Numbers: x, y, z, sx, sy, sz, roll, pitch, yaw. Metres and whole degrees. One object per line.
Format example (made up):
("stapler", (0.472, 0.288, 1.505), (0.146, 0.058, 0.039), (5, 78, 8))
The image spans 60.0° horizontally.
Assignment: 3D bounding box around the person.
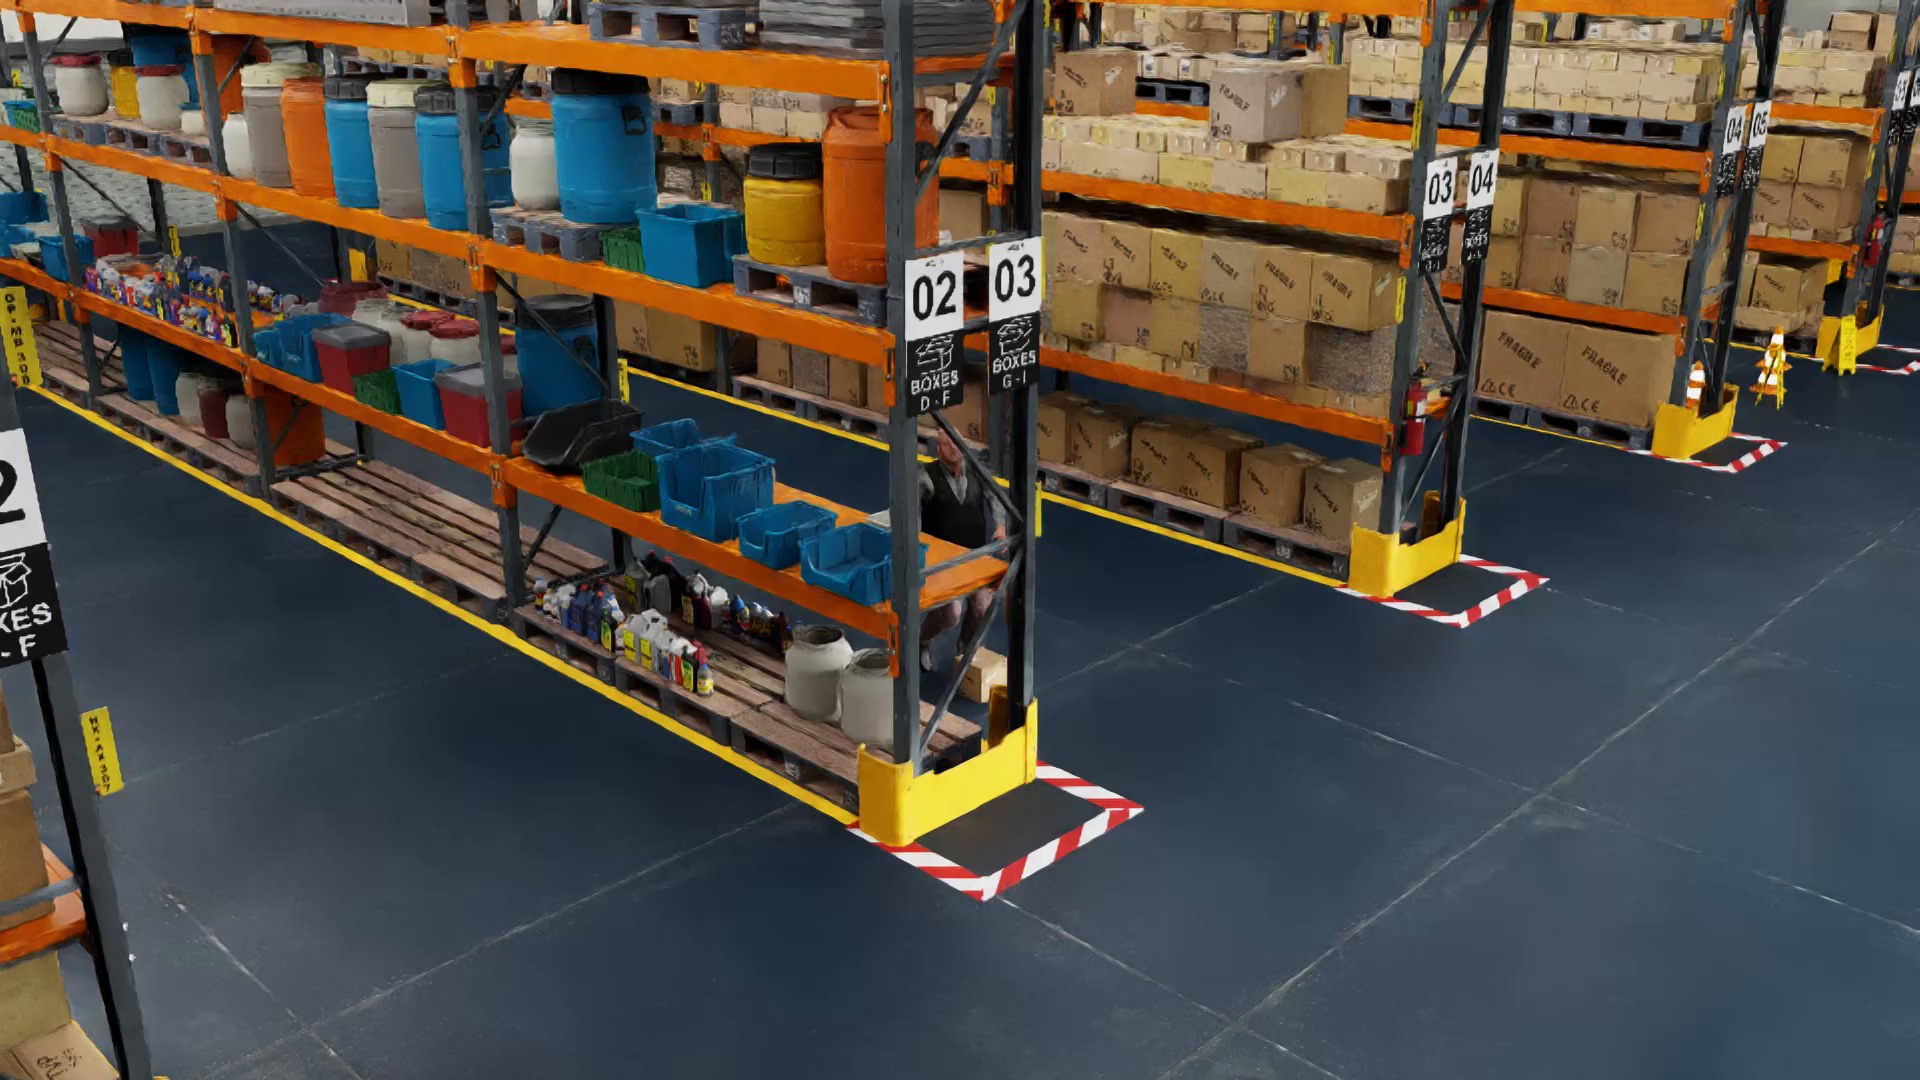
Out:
("person", (0.001, 0.084, 10.944), (0.710, 1.692, 0.489), (-11, 23, -26))
